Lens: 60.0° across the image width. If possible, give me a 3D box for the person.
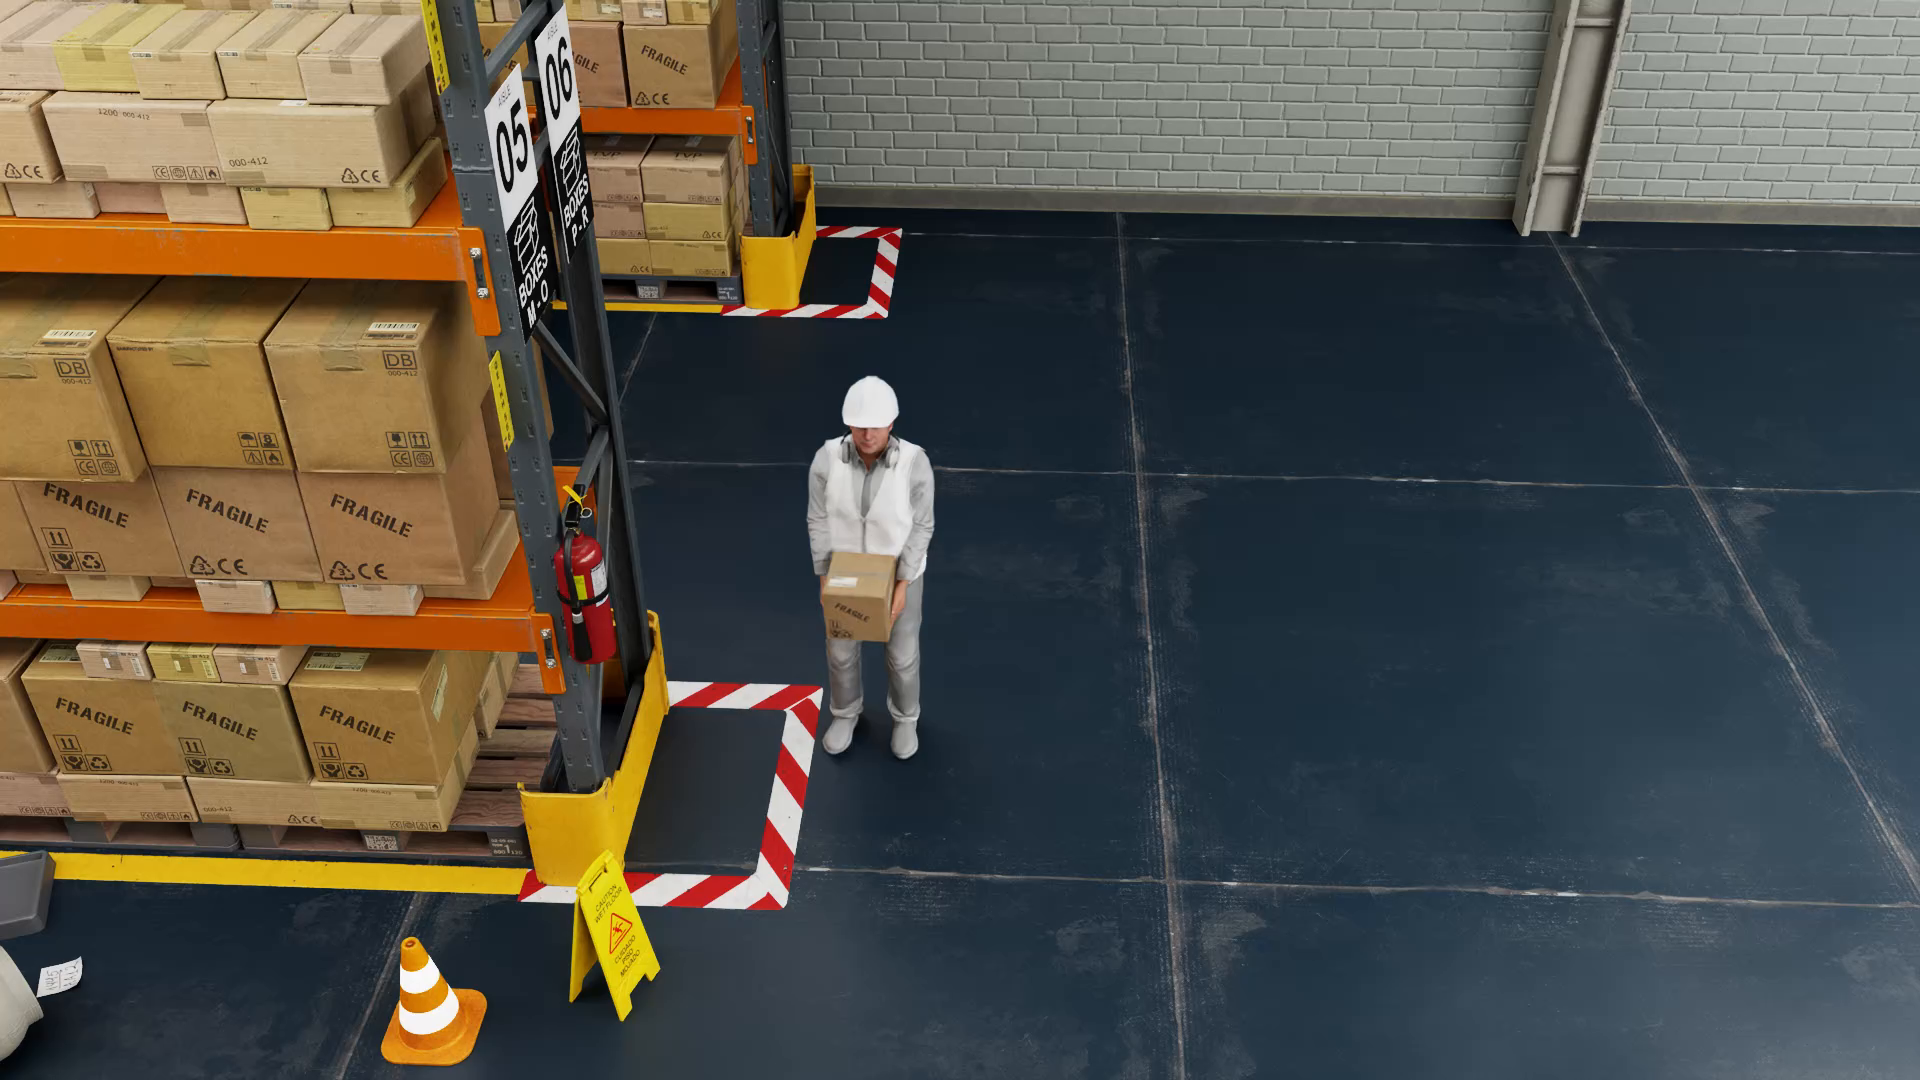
[{"bbox_3d":[-0.367,0.165,6.858,0.528,1.778,0.529,4,36,6],"label":"person"}]
